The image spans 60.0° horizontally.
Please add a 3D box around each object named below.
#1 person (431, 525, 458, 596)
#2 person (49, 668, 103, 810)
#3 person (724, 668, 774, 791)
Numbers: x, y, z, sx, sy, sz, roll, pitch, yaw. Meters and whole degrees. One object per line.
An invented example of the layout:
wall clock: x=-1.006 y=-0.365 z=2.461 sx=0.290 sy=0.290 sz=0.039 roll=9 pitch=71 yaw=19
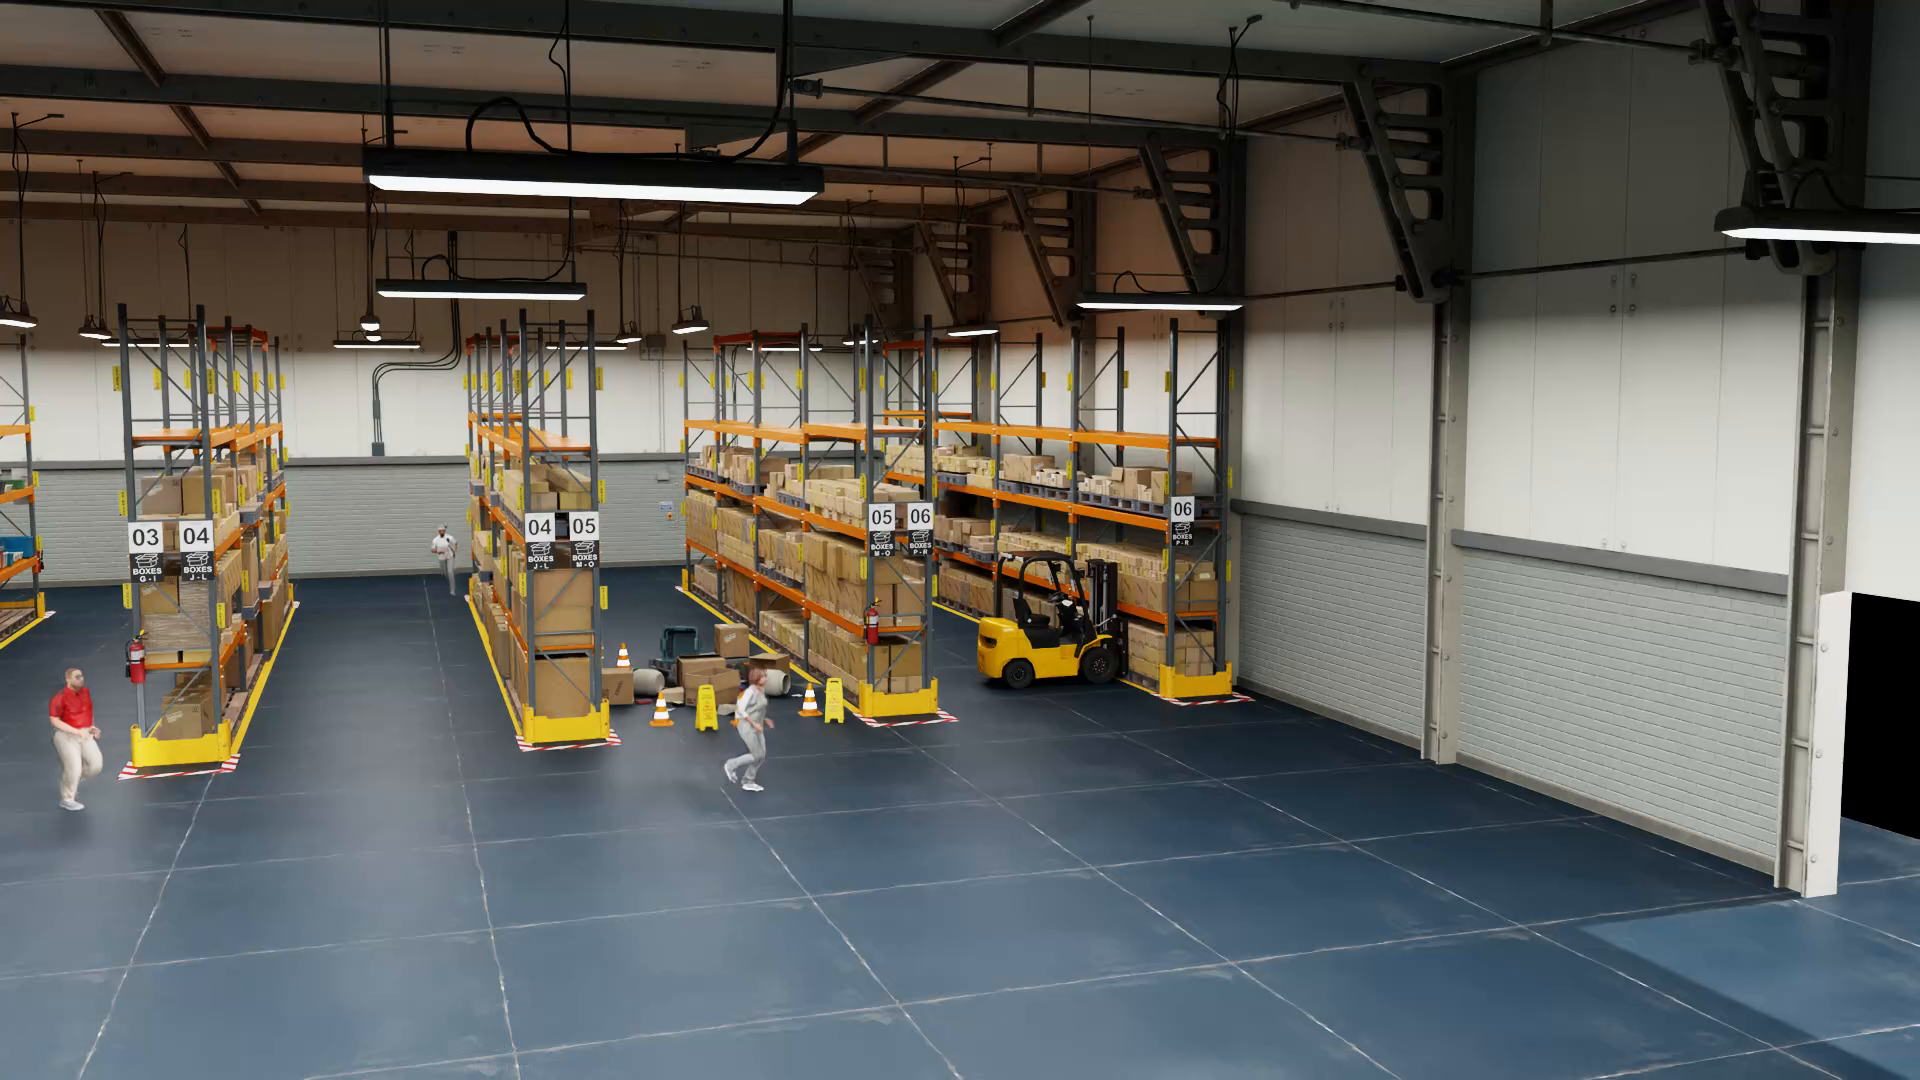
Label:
person: x=-12.206 y=0.452 z=39.409 sx=0.614 sy=1.657 sz=0.853 roll=-1 pitch=6 yaw=-12
person: x=-10.355 y=2.325 z=19.495 sx=0.635 sy=1.673 sz=0.635 roll=1 pitch=6 yaw=15
person: x=-2.616 y=2.318 z=20.390 sx=0.574 sy=1.534 sz=0.539 roll=2 pitch=6 yaw=19
